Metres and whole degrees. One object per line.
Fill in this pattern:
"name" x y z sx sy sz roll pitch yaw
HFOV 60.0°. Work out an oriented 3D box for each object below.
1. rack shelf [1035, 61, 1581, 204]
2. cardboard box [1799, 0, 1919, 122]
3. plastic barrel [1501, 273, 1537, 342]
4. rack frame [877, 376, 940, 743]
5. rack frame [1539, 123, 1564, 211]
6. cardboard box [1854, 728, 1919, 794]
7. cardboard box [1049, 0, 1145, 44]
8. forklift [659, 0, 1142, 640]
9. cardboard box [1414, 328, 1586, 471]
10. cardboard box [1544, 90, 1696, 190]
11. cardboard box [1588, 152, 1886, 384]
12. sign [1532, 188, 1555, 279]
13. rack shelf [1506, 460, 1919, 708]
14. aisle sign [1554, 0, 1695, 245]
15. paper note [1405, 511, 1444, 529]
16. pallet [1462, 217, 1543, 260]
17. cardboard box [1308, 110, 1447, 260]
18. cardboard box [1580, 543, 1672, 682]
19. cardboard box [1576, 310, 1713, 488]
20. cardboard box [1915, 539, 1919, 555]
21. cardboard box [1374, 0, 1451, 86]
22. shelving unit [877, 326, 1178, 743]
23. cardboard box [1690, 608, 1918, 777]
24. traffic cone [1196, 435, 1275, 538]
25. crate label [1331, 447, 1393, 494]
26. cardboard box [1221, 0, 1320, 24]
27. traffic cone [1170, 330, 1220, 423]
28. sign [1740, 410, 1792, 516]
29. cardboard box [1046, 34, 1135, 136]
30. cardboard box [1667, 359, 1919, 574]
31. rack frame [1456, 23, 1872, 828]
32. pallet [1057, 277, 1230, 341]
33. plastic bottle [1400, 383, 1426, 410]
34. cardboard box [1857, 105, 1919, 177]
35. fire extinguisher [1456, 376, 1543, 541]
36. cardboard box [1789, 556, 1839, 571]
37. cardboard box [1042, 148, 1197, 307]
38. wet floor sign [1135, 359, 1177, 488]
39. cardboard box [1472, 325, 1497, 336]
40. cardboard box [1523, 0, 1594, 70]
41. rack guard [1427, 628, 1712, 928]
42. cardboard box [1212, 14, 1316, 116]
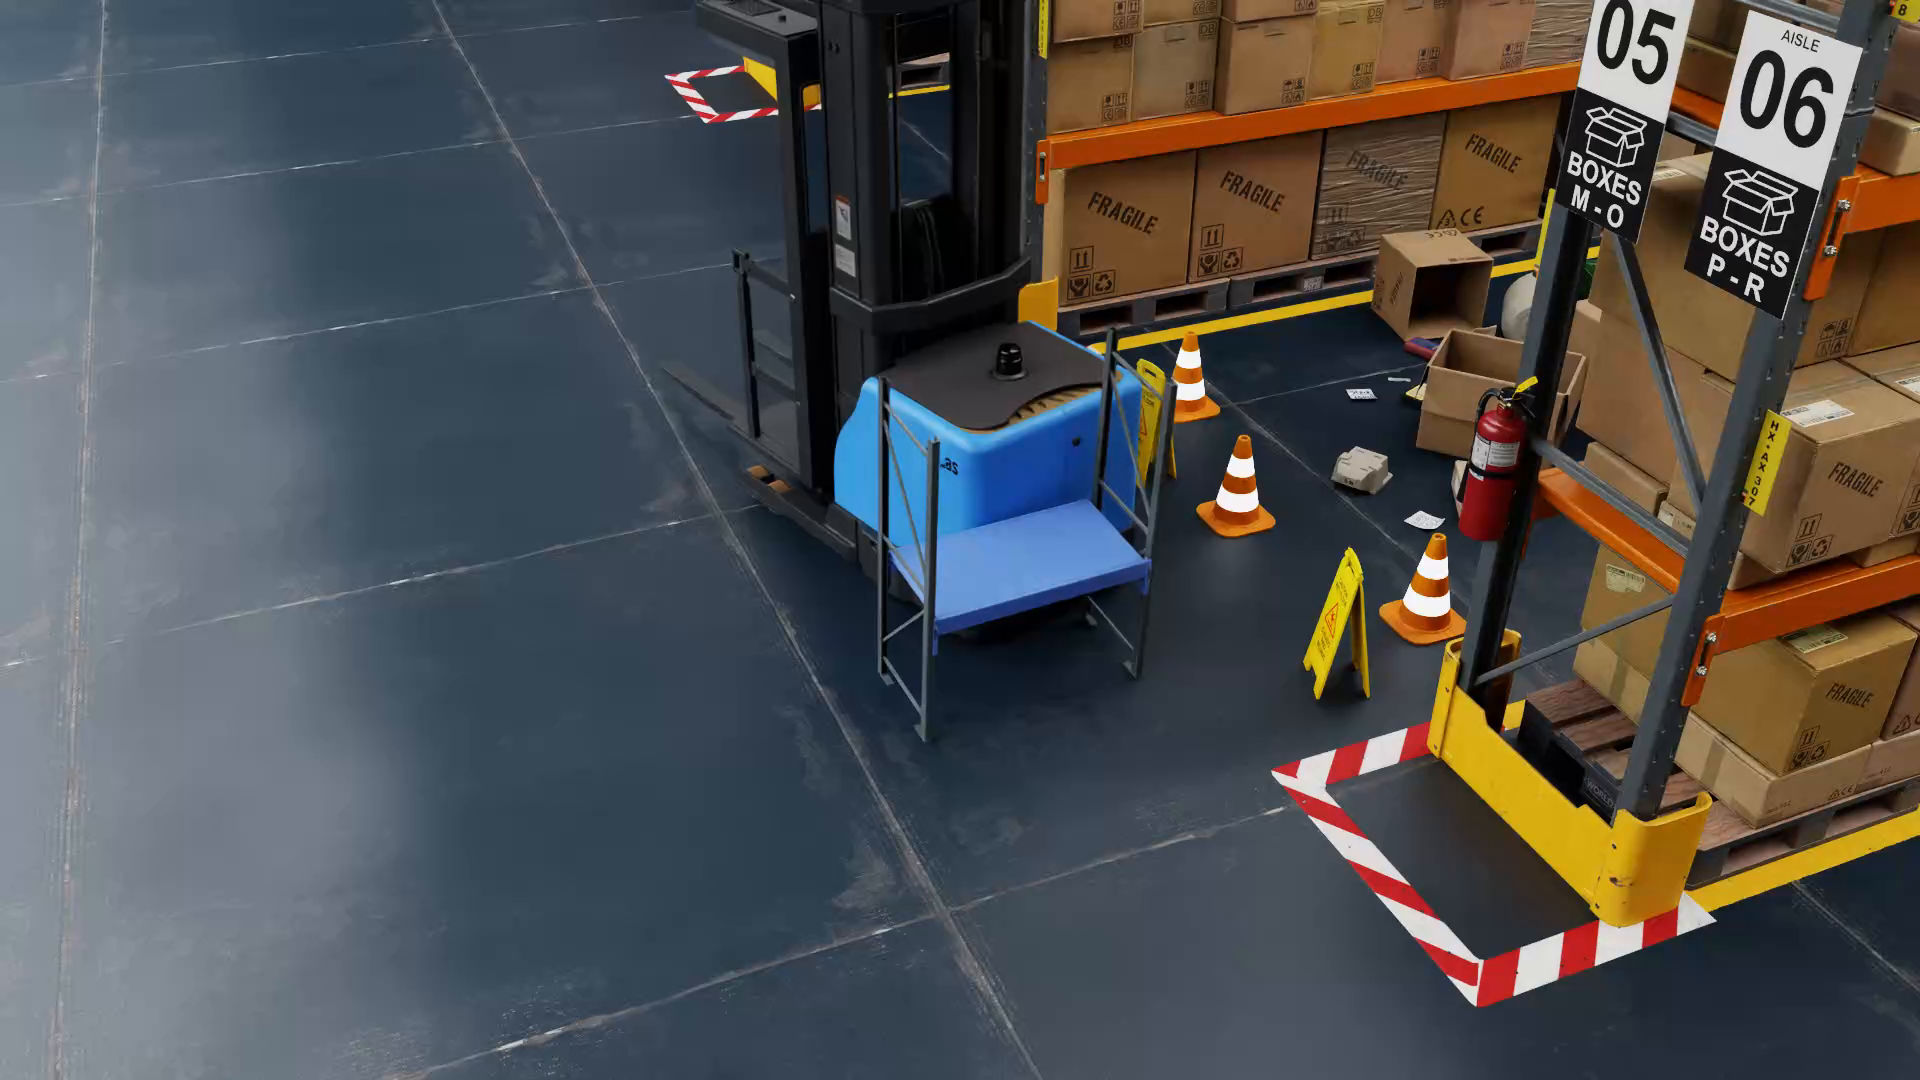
"rack shelf" 2.076 -2.733 10.360 4.000 0.370 1.077 -13 35 -19
"cardboard box" 2.808 -1.436 4.821 0.500 0.250 0.500 -14 35 -20
"plastic barrel" 3.468 -1.366 9.962 0.421 0.421 0.512 10 34 14
"rack frame" -0.217 0.108 6.678 0.032 1.500 0.500 -15 40 -21
"rack frame" 3.920 -3.457 10.813 0.127 3.000 1.000 -13 35 -19
"cardboard box" 3.566 0.697 6.565 0.500 0.250 0.500 -12 35 -17
"cardboard box" 0.589 -3.187 9.270 0.550 0.550 0.875 -13 35 -19
"forklift" -0.487 -1.517 7.893 1.130 2.935 3.031 -24 40 -32
"cardboard box" 2.881 -0.742 8.929 0.797 0.503 0.637 16 36 23
"cardboard box" 4.458 -2.866 11.583 0.750 0.750 1.050 -13 35 -19
"cardboard box" 2.628 -0.948 5.675 0.500 0.500 0.700 -14 35 -20
"sign" 2.045 -1.046 5.756 0.005 0.325 0.100 -13 35 -19
"rack shelf" 4.086 -0.265 6.567 4.000 0.370 1.077 -13 35 -19
"aisle sign" 2.072 -1.367 5.217 0.004 0.787 0.394 -13 35 -19
"paper note" 2.343 -0.101 8.377 0.142 0.019 0.148 -27 42 -35
"pallet" 3.189 -2.167 11.387 1.213 0.211 1.003 -13 35 -19
"cardboard box" 2.484 -2.453 10.832 0.875 0.875 0.875 -13 35 -19
"cardboard box" 2.879 0.217 6.614 0.500 0.500 0.500 -13 35 -19
"cardboard box" 2.635 -0.564 6.003 0.500 0.500 0.500 -14 35 -20
"cardboard box" 3.390 -0.113 5.904 0.250 0.149 0.380 -12 35 -18
"cardboard box" 2.543 -3.254 10.363 0.550 0.550 0.875 -13 35 -19
"shelving unit" 0.241 -0.013 6.862 1.048 1.500 0.538 -15 40 -21
"cardboard box" 3.114 0.481 6.209 0.500 0.500 0.500 -14 36 -21
"traffic cone" 1.395 -0.307 8.298 0.334 0.463 0.336 -13 35 -19
"crate label" 2.096 -0.368 8.690 0.250 0.136 0.298 23 39 30
"cardboard box" 1.630 -3.399 9.596 0.550 0.550 0.875 -13 35 -19
"traffic cone" 1.272 -0.947 9.282 0.334 0.463 0.336 -13 35 -19
"sign" 2.452 -0.235 5.067 0.005 0.325 0.100 -13 35 -19
"cardboard box" 0.557 -2.777 9.629 0.550 0.550 0.875 -13 35 -19
"cardboard box" 2.786 -0.272 5.553 0.500 0.500 0.500 -13 35 -20
"rack frame" 2.242 -0.145 5.722 0.127 3.000 1.000 -13 35 -19
"pallet" 0.939 -1.652 10.595 1.213 0.211 1.003 -13 35 -19
"plastic bottle" 2.644 -0.832 9.473 0.283 0.061 0.133 -27 42 -35
"cardboard box" 2.673 -1.204 4.829 0.250 0.149 0.380 -13 35 -19
"fire extinguisher" 1.958 -0.320 6.062 0.183 0.674 0.296 -13 35 -19
"cardboard box" 2.862 -0.068 5.834 0.250 0.149 0.380 -12 35 -18
"cardboard box" 0.832 -2.074 10.251 0.875 0.875 0.875 -13 35 -19
"wet floor sign" 0.972 -0.624 8.617 0.232 0.644 0.267 -19 38 -27
"cardboard box" 3.048 -1.022 9.577 0.258 0.266 0.396 -7 34 -11
"cardboard box" 3.585 -3.436 10.643 0.550 0.550 0.875 -13 35 -19
"rack guard" 2.312 0.887 6.428 0.348 0.500 1.175 -13 35 -19
"cardboard box" 1.620 -2.959 9.909 0.550 0.550 0.875 -13 35 -19
